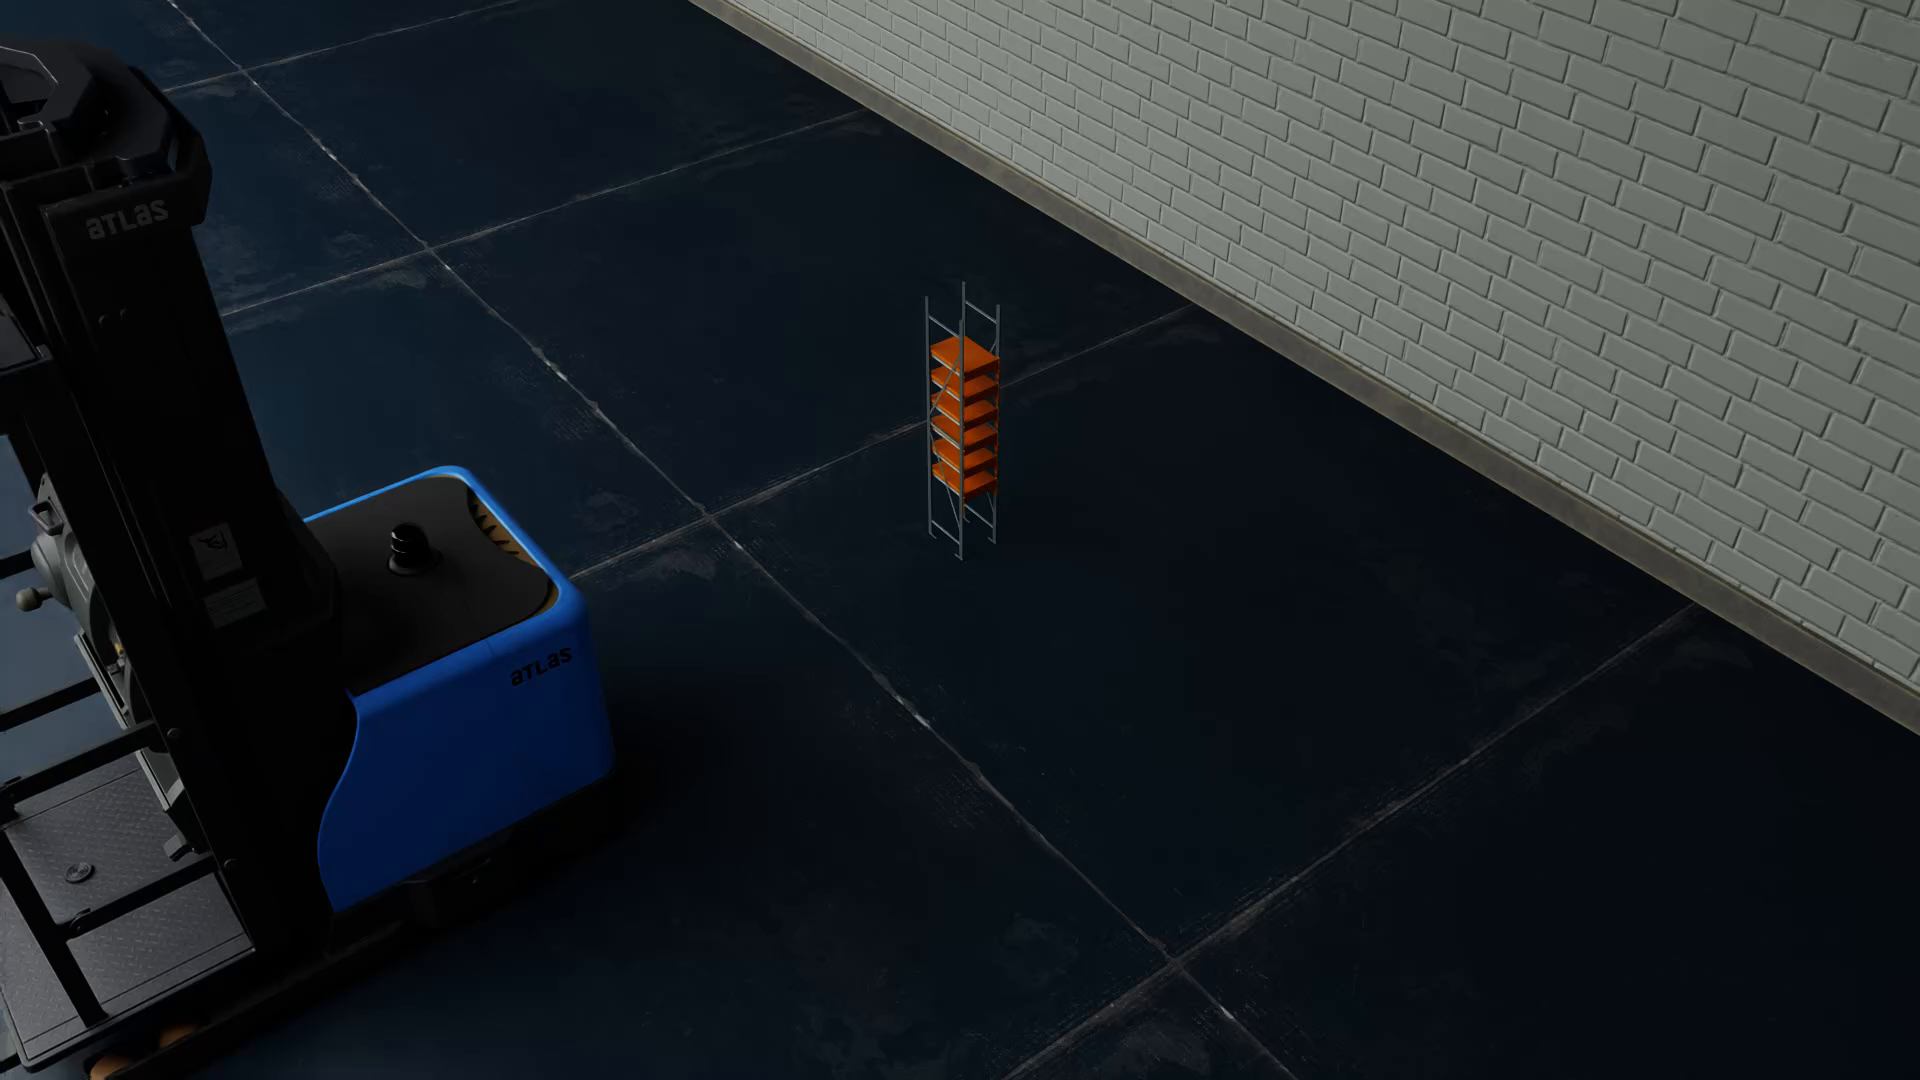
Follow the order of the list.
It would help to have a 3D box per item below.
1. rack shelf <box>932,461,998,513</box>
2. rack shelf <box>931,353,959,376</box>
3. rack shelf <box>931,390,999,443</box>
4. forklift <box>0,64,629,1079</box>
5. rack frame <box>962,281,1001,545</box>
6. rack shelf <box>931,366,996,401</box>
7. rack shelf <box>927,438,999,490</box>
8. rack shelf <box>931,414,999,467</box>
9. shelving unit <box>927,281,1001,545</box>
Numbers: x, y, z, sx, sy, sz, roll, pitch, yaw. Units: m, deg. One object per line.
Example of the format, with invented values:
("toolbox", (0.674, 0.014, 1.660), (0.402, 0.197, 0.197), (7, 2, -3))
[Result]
("rack shelf", (0.011, -0.250, 7.057), (0.180, 0.103, 0.258), (-26, 46, -28))
("rack shelf", (0.011, -0.729, 6.664), (0.166, 0.020, 0.199), (-26, 46, -28))
("rack shelf", (0.011, -0.528, 6.828), (0.180, 0.103, 0.258), (-26, 46, -28))
("forklift", (-2.664, 0.272, 4.713), (3.031, 2.797, 1.129), (-26, 46, -28))
("rack frame", (0.084, -0.505, 6.919), (0.006, 1.200, 0.240), (-26, 46, -28))
("rack shelf", (0.011, -0.642, 6.735), (0.171, 0.034, 0.221), (-26, 46, -28))
("rack shelf", (0.011, -0.342, 6.981), (0.180, 0.103, 0.258), (-26, 46, -28))
("rack shelf", (0.011, -0.435, 6.904), (0.180, 0.103, 0.258), (-26, 46, -28))
("shelving unit", (0.013, -0.470, 6.877), (0.184, 1.200, 0.258), (-26, 46, -28))
